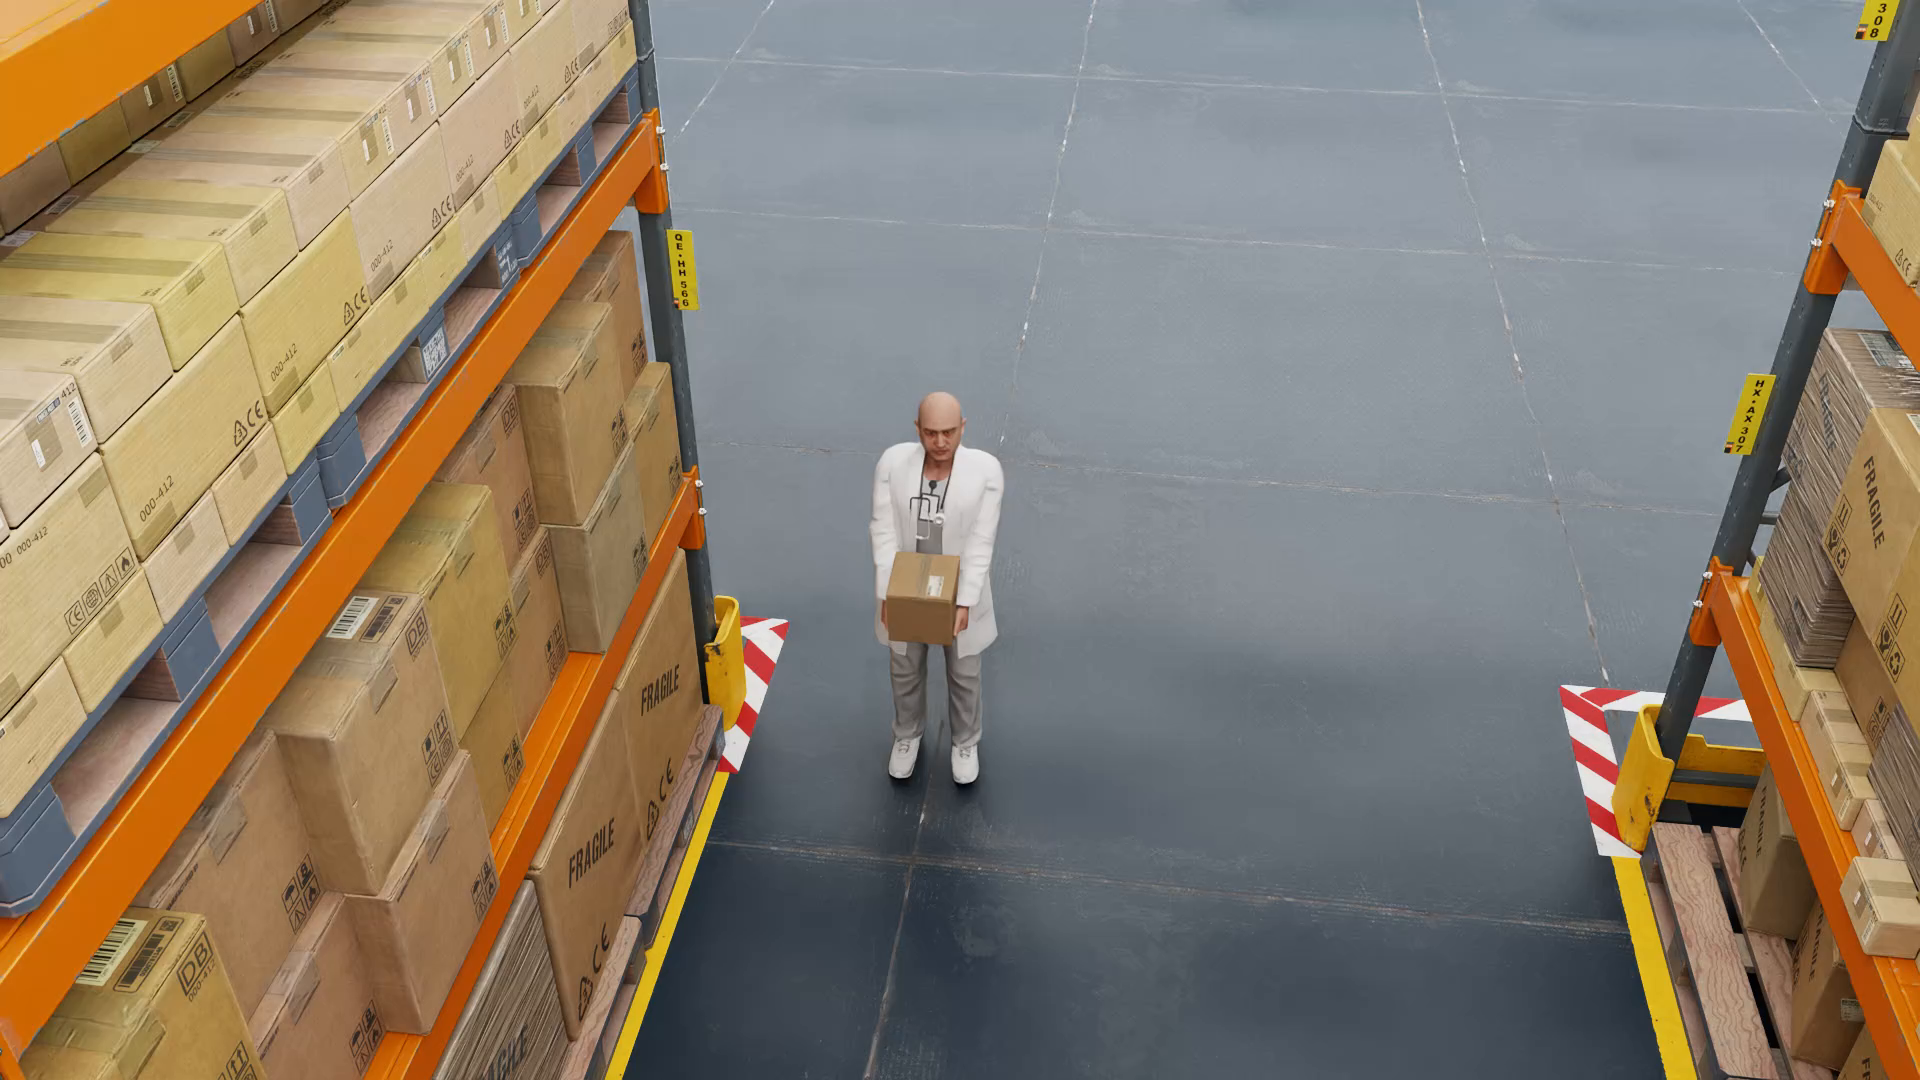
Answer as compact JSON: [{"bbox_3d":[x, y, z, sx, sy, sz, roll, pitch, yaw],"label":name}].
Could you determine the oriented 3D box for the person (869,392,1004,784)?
[{"bbox_3d":[-0.107,0.265,6.689,0.525,1.777,0.543,5,36,6],"label":"person"}]
